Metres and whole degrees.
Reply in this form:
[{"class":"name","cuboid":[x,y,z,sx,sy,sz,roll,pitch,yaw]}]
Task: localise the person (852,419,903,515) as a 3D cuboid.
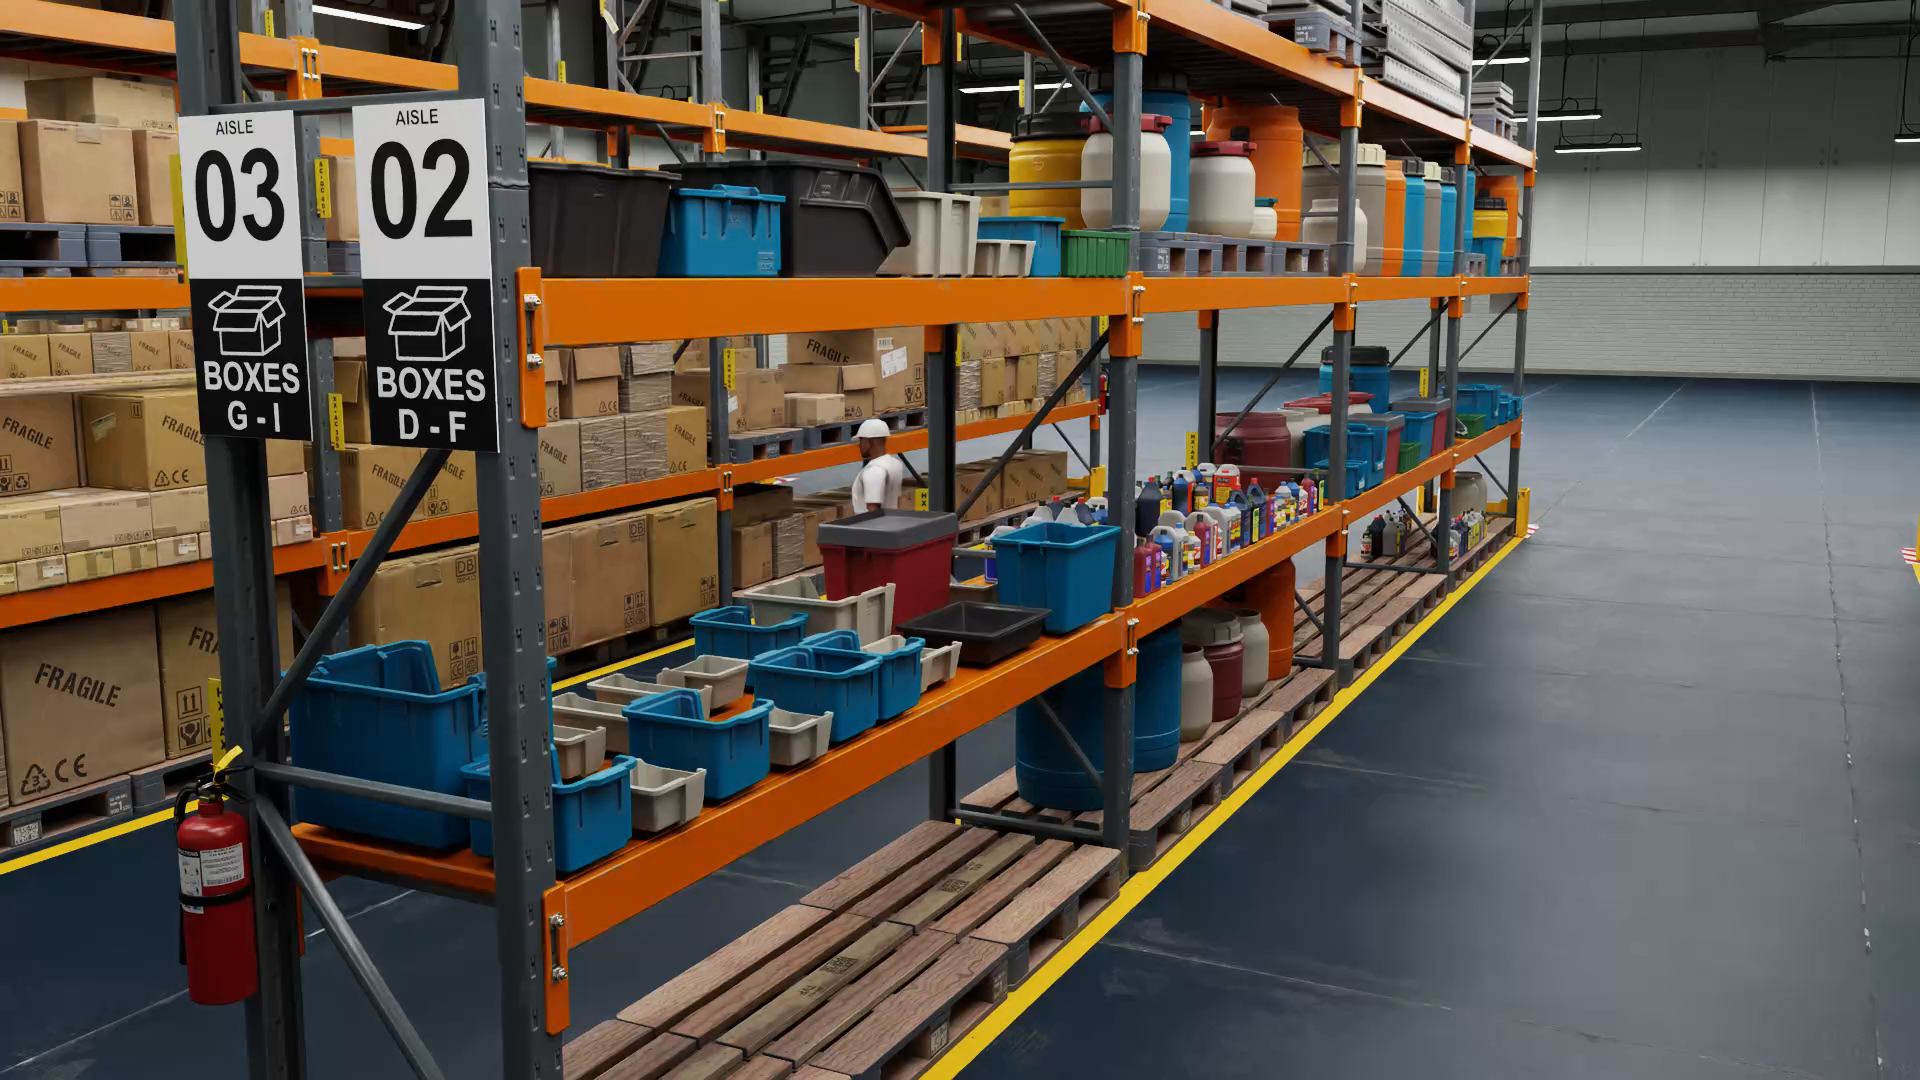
[{"class":"person","cuboid":[-0.722,-0.017,12.323,0.620,1.760,0.596,2,9,10]}]
